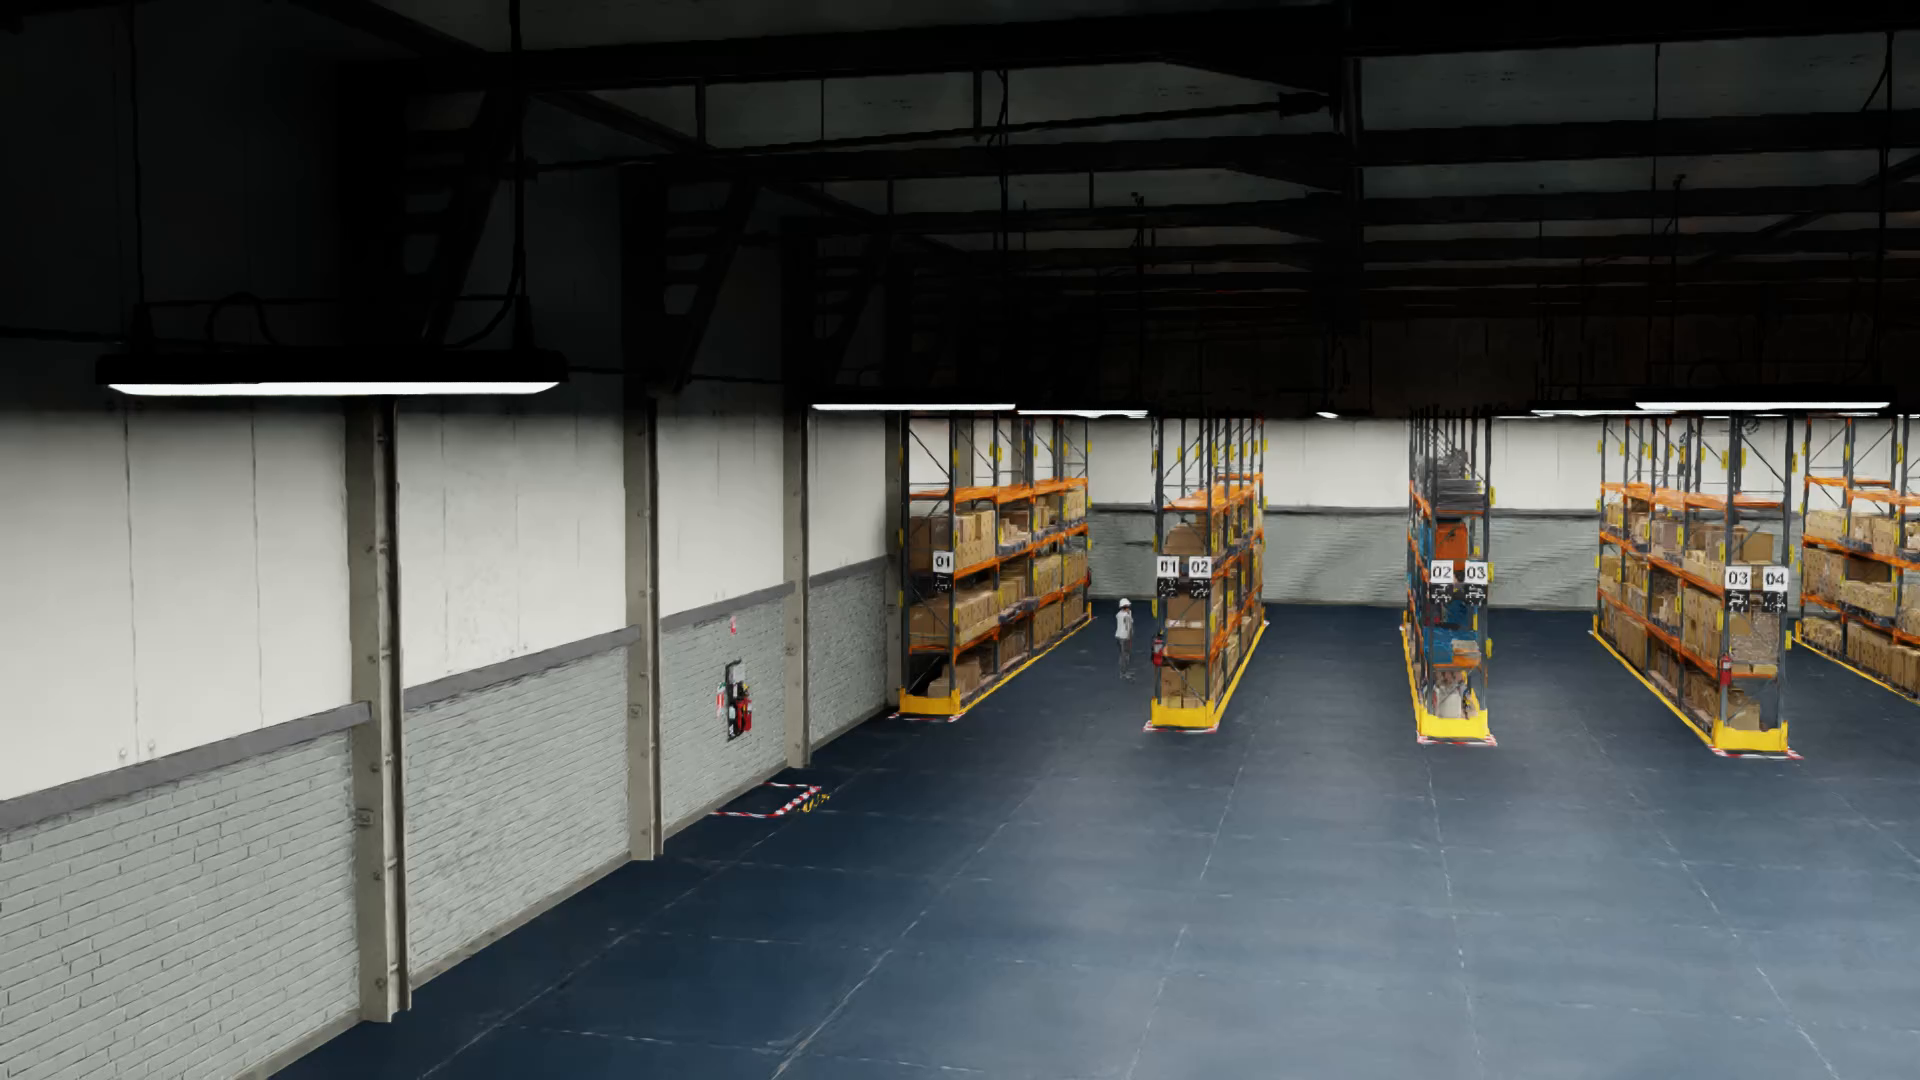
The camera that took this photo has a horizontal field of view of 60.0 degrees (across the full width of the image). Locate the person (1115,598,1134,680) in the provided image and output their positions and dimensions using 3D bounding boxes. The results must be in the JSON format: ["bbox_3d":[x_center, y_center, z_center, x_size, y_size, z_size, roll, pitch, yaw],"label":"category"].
[{"bbox_3d":[3.694,2.178,36.869,0.448,1.780,0.586,-1,4,-17],"label":"person"}]
